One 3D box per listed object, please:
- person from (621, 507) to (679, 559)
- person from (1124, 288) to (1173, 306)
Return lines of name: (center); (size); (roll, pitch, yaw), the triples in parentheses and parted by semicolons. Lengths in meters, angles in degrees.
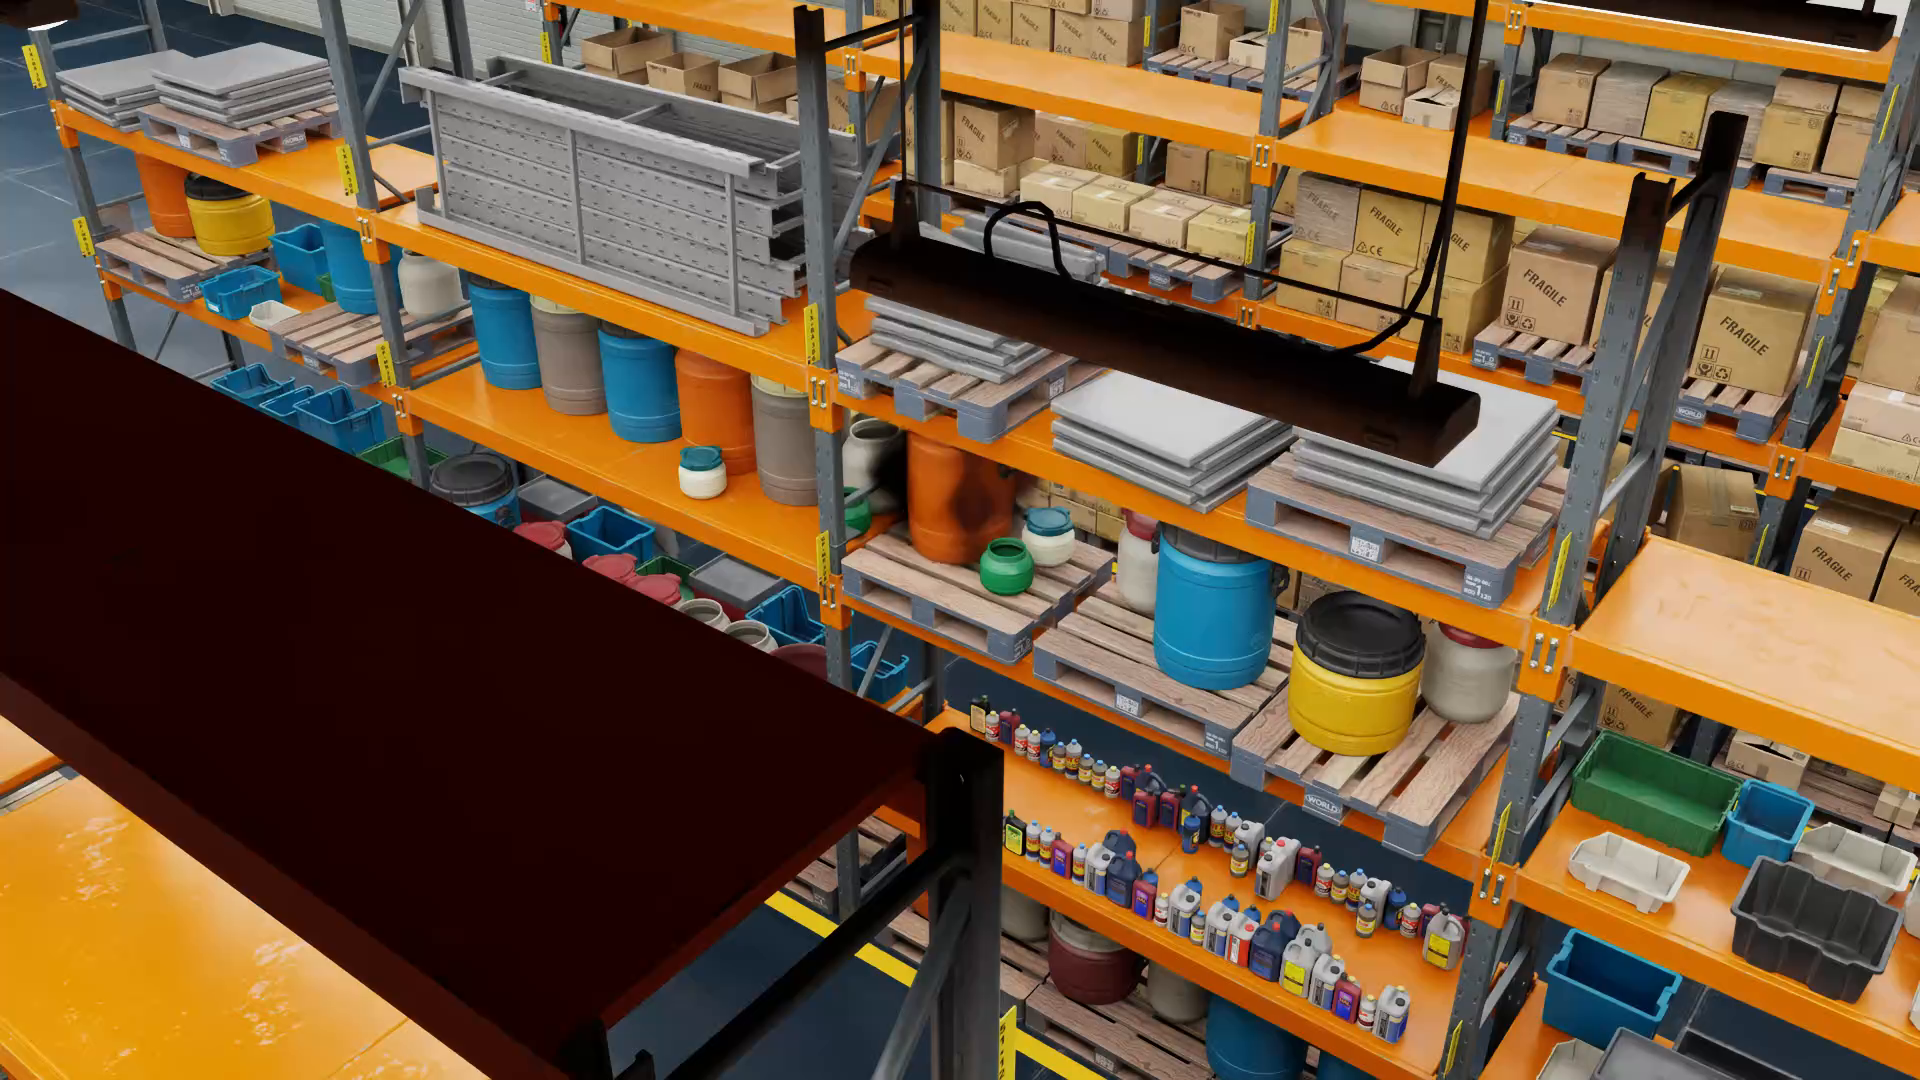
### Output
person: (-2.650, -0.223, 14.022); (0.508, 1.680, 0.358); (23, 38, 33)
person: (2.041, -2.734, 18.022); (0.549, 1.778, 0.610); (-8, 32, -13)
